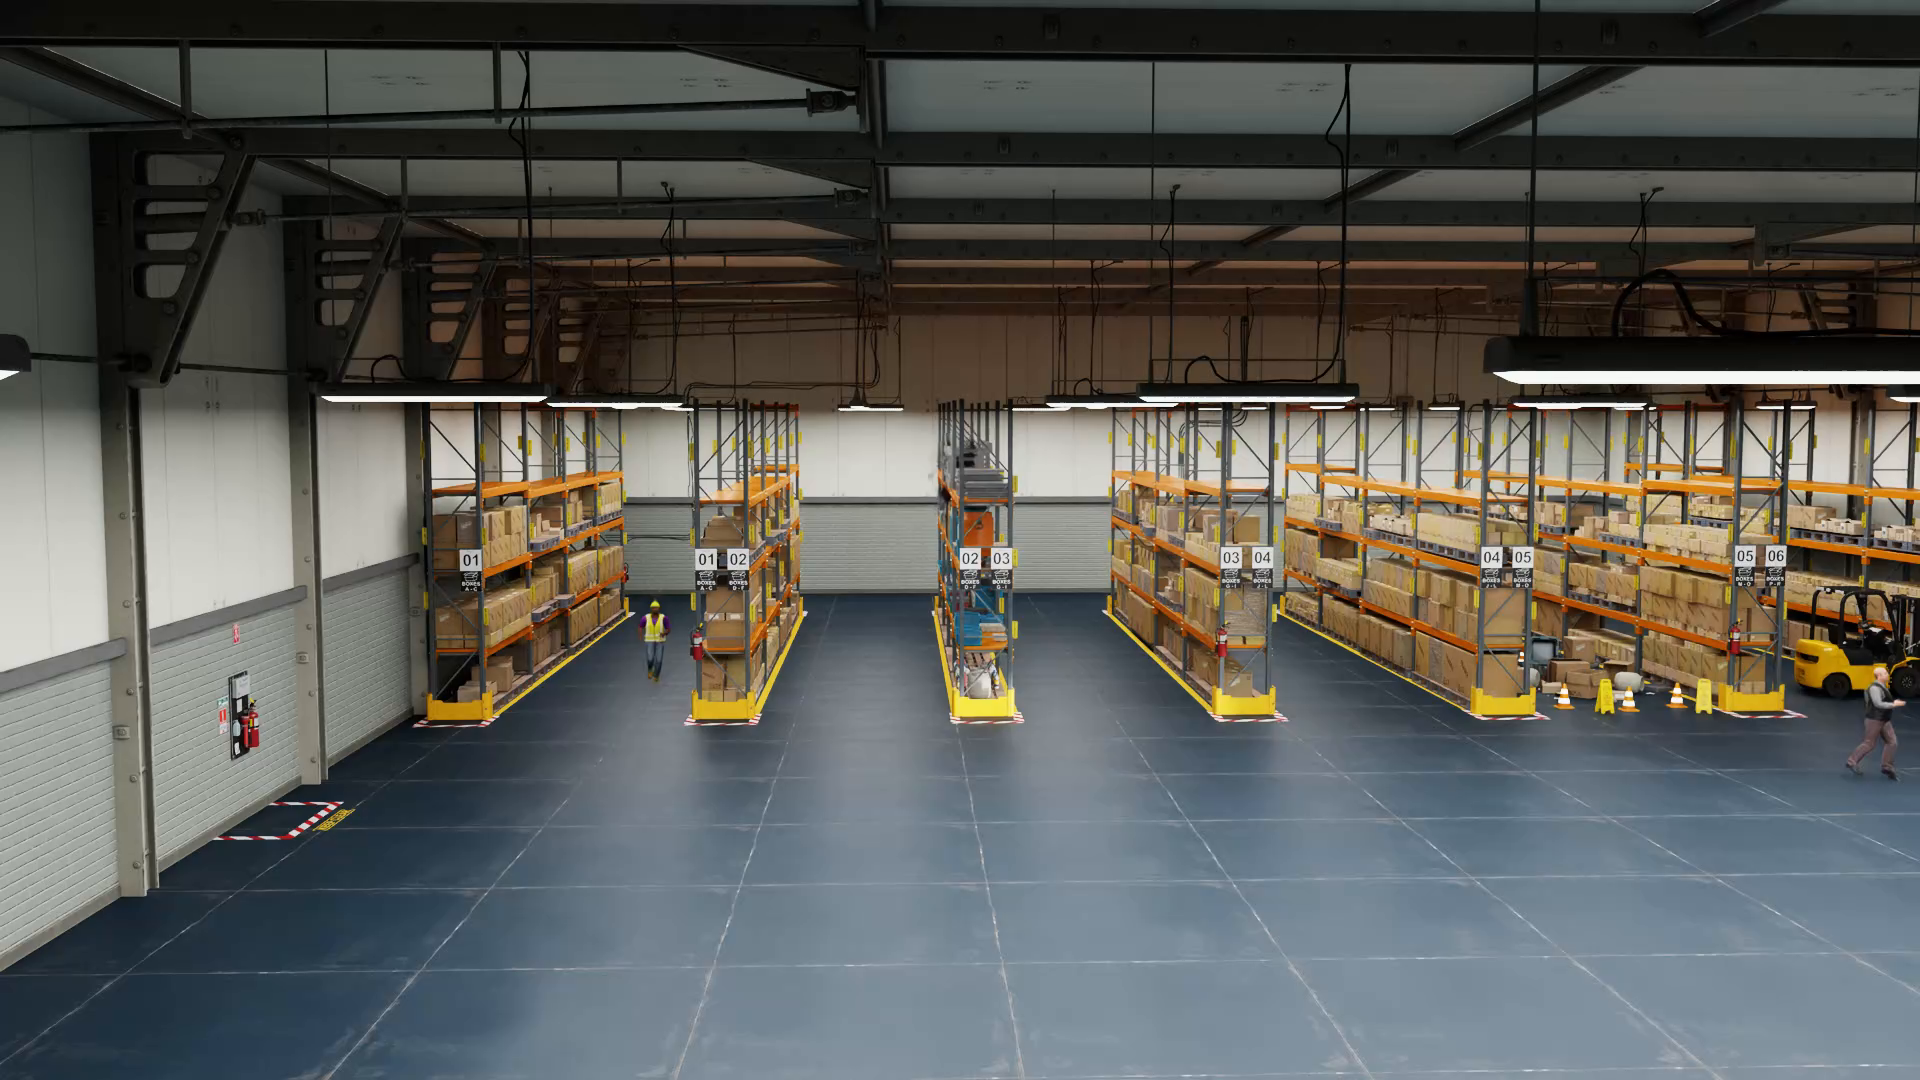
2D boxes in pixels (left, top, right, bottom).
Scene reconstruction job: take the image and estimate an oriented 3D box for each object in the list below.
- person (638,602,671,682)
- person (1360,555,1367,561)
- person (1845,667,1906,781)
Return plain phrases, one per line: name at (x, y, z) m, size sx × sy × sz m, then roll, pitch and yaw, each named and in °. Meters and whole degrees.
person at (-6.489, 2.140, 35.329) m, size 0.690 × 1.660 × 0.597 m, roll -1°, pitch 4°, yaw -11°
person at (11.351, 1.276, 46.893) m, size 0.696 × 1.762 × 0.941 m, roll -1°, pitch 4°, yaw -9°
person at (14.377, 2.882, 26.079) m, size 0.797 × 1.793 × 0.645 m, roll 4°, pitch 6°, yaw 43°
